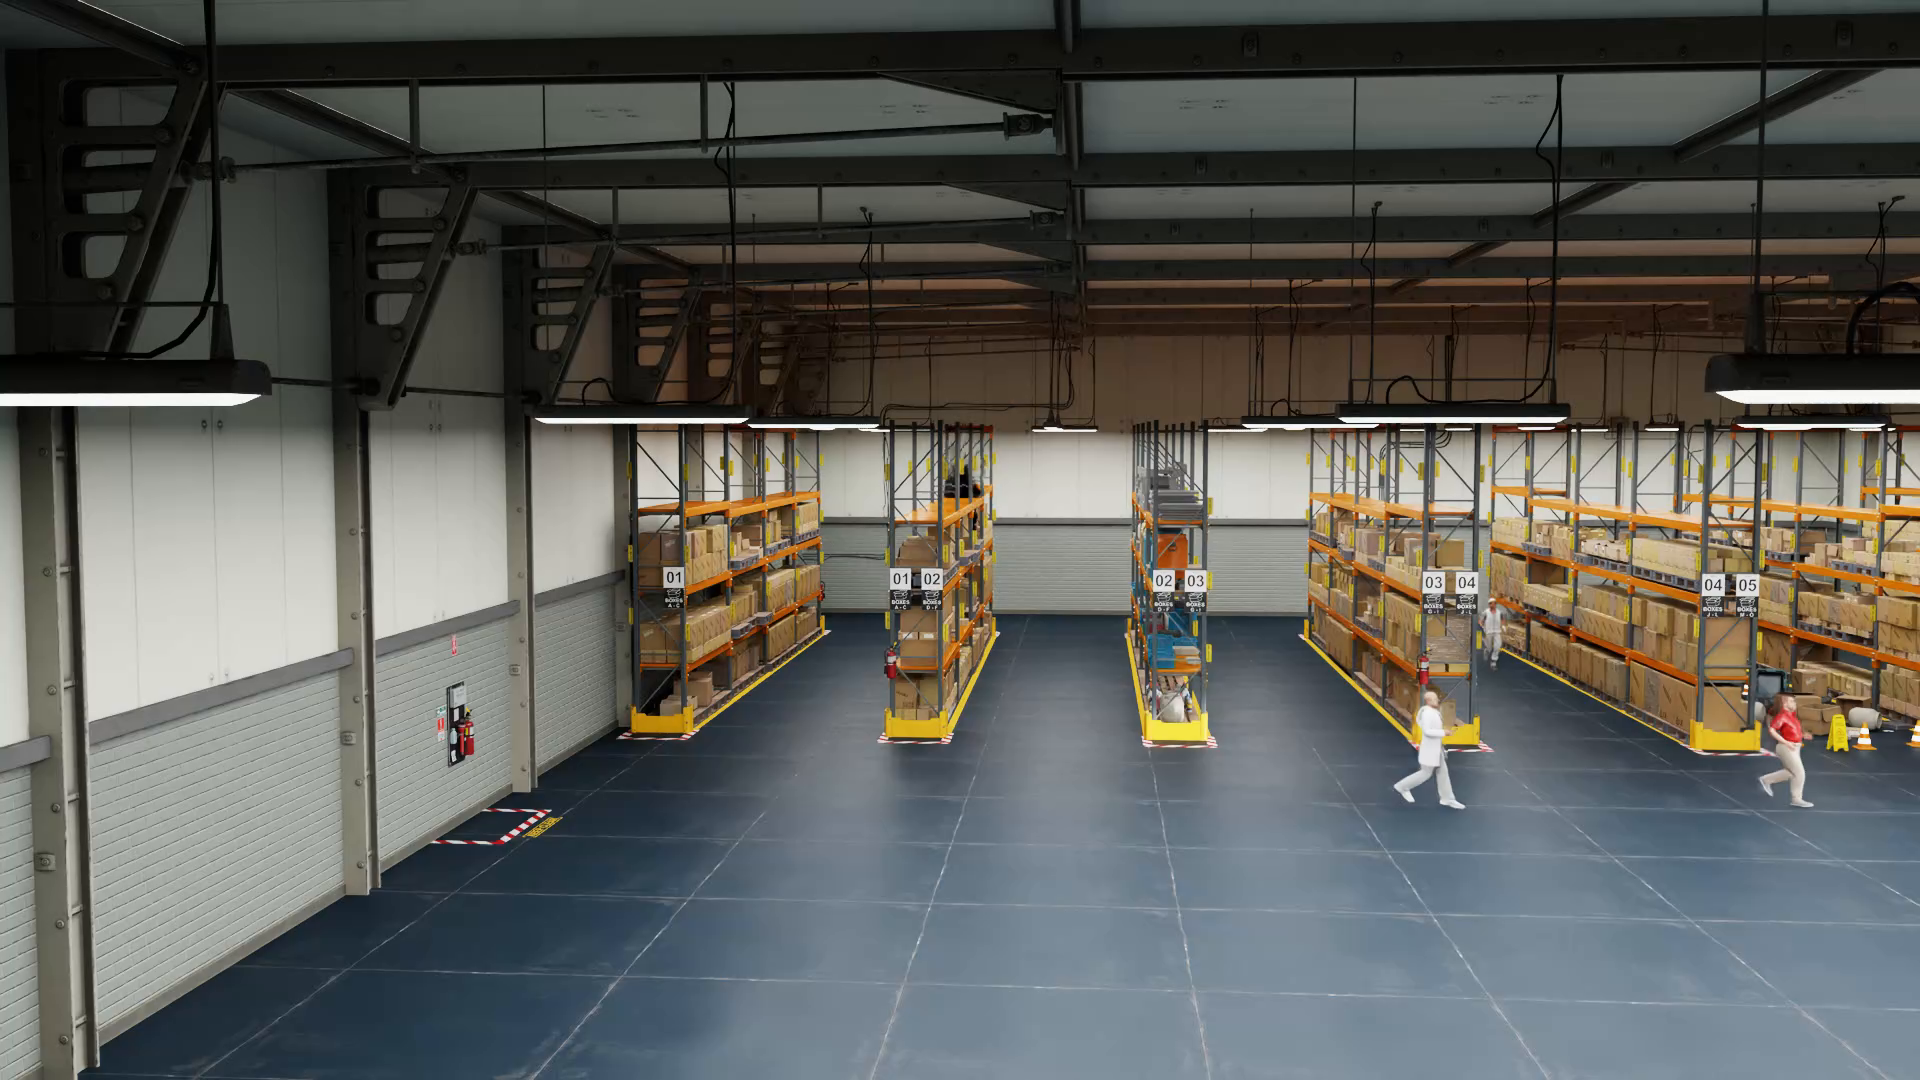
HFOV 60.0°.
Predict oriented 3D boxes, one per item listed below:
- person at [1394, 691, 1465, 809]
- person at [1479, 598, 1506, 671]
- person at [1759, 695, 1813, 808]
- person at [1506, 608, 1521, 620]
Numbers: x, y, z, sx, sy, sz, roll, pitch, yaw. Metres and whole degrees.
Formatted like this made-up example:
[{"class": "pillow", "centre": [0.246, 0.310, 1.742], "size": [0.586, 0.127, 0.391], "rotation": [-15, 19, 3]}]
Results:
[{"class": "person", "centre": [7.194, 3.202, 25.441], "size": [1.049, 1.781, 0.710], "rotation": [2, 4, 26]}, {"class": "person", "centre": [13.022, 2.289, 40.632], "size": [0.668, 1.754, 0.825], "rotation": [0, 4, 5]}, {"class": "person", "centre": [12.780, 3.246, 25.723], "size": [0.830, 1.689, 0.675], "rotation": [3, 5, 41]}, {"class": "person", "centre": [15.884, 1.930, 47.468], "size": [0.742, 1.604, 0.763], "rotation": [2, 4, 23]}]
